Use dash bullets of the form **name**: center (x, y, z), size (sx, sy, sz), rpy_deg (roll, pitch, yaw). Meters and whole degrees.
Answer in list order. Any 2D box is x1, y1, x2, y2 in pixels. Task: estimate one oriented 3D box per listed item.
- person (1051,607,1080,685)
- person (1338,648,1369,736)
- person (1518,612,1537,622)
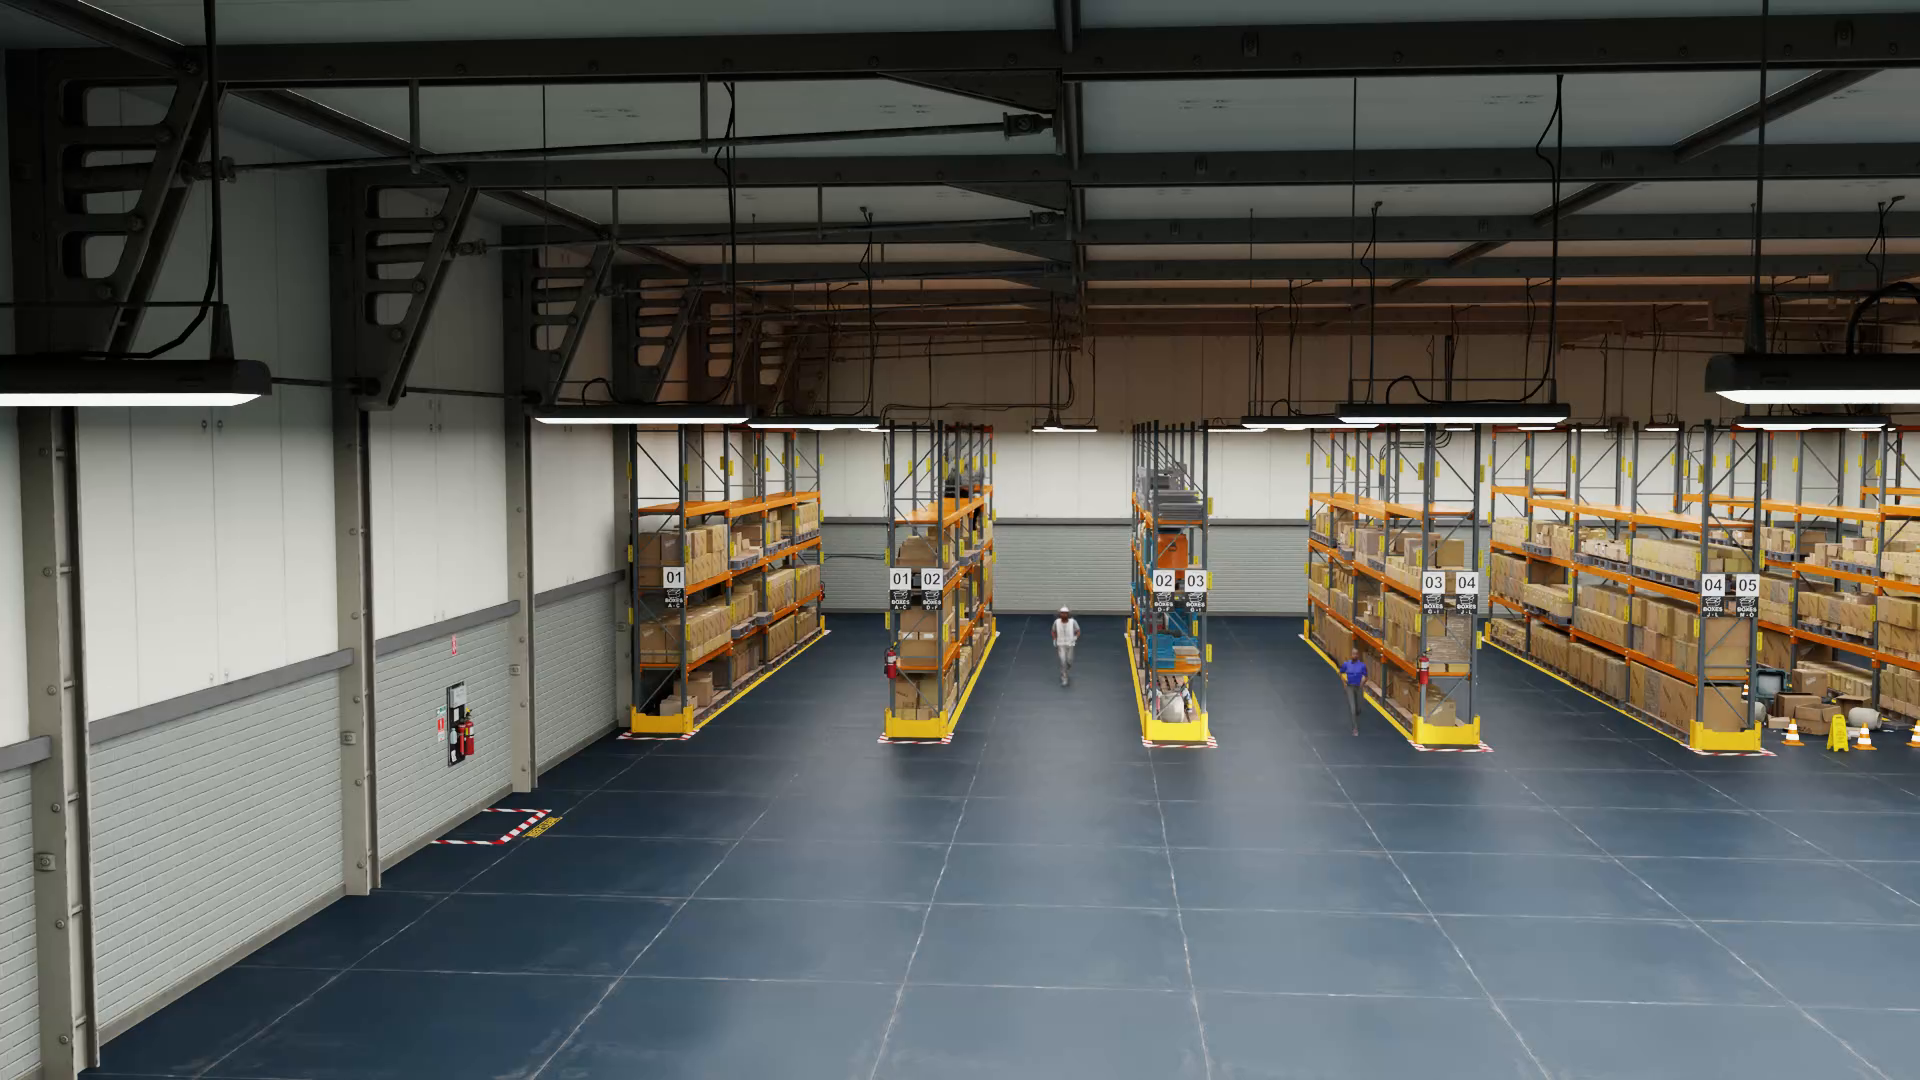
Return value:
- **person**: center (2.438, 2.428, 38.325), size (0.674, 1.767, 0.749), rpy_deg (0, 4, 4)
- **person**: center (7.563, 2.903, 31.933), size (0.571, 1.653, 0.787), rpy_deg (0, 4, 5)
- **person**: center (16.225, 1.851, 47.460), size (0.691, 1.822, 0.639), rpy_deg (0, 4, 4)
